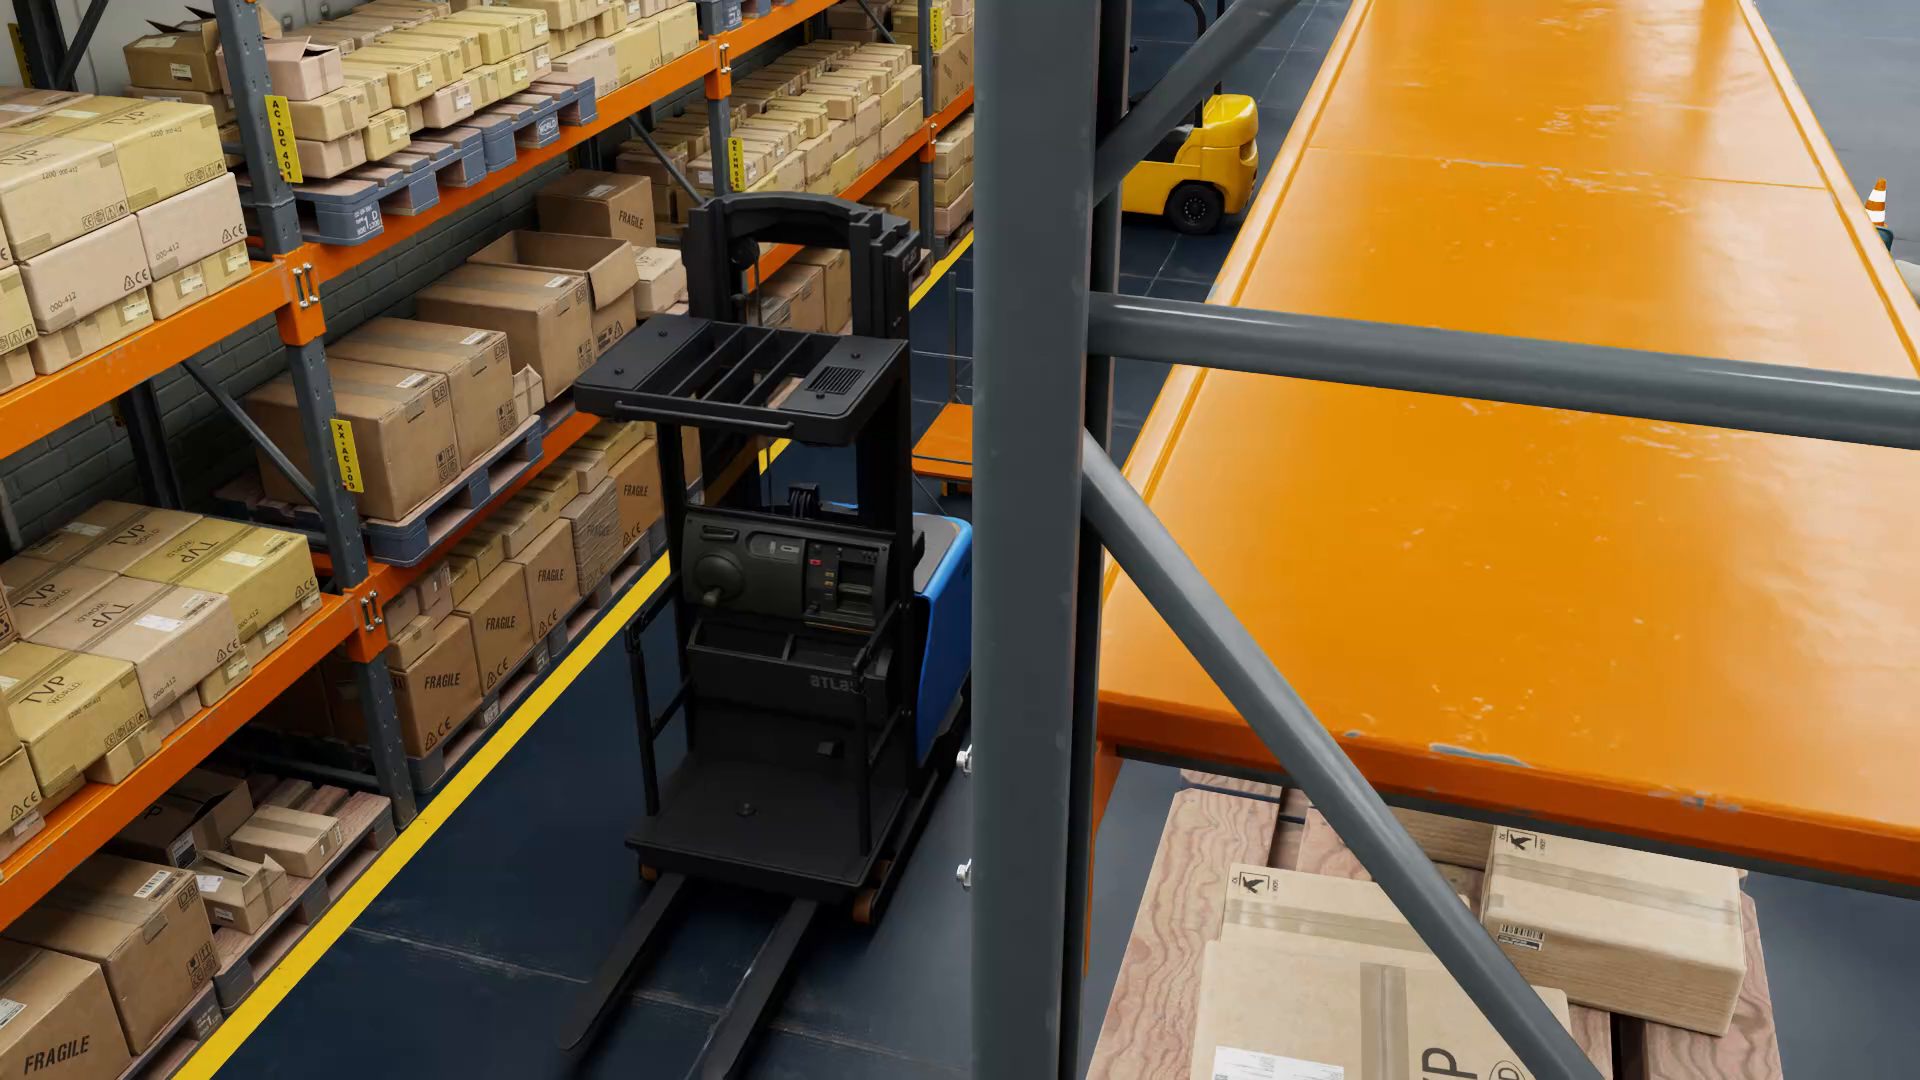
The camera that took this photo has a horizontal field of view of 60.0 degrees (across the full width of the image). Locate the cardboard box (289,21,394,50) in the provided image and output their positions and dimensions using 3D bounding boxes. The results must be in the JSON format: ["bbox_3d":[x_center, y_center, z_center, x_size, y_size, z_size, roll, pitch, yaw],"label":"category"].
[{"bbox_3d":[-2.785,-2.237,7.517,0.380,0.149,0.250,8,30,13],"label":"cardboard box"}]

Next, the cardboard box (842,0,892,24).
[{"bbox_3d":[-0.801,-4.521,14.216,0.380,0.149,0.250,8,30,14],"label":"cardboard box"}]

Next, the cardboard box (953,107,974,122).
[{"bbox_3d":[0.017,-3.830,15.417,0.500,0.250,0.500,10,30,17],"label":"cardboard box"}]

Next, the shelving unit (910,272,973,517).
[{"bbox_3d":[0.022,-0.691,9.949,0.587,1.500,1.083,8,30,15],"label":"shelving unit"}]

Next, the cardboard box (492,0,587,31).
[{"bbox_3d":[-2.092,-2.647,8.276,0.380,0.149,0.250,9,30,15],"label":"cardboard box"}]

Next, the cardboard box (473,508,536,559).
[{"bbox_3d":[-2.460,-0.048,8.723,0.380,0.149,0.250,8,30,15],"label":"cardboard box"}]

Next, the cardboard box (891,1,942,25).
[{"bbox_3d":[-0.369,-4.462,14.109,0.380,0.149,0.250,9,30,16],"label":"cardboard box"}]

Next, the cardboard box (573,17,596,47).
[{"bbox_3d":[-2.116,-2.657,8.599,0.380,0.149,0.250,9,30,15],"label":"cardboard box"}]

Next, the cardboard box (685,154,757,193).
[{"bbox_3d":[-1.519,-2.336,10.594,0.380,0.149,0.250,9,30,16],"label":"cardboard box"}]

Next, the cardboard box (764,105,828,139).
[{"bbox_3d":[-1.150,-2.937,11.675,0.380,0.149,0.250,9,30,16],"label":"cardboard box"}]

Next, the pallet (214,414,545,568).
[{"bbox_3d":[-2.729,-0.316,7.930,1.003,0.211,1.213,8,30,15],"label":"pallet"}]

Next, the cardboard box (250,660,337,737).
[{"bbox_3d":[-3.206,0.594,8.235,0.500,0.500,0.500,8,30,15],"label":"cardboard box"}]

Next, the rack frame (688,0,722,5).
[{"bbox_3d":[-1.894,-4.525,9.127,1.000,3.000,0.127,8,30,15],"label":"rack frame"}]

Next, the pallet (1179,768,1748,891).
[{"bbox_3d":[1.068,0.334,3.569,1.003,0.211,1.213,8,30,15],"label":"pallet"}]

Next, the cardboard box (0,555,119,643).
[{"bbox_3d":[-3.612,0.317,6.442,0.500,0.250,0.500,8,30,14],"label":"cardboard box"}]

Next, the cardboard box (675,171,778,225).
[{"bbox_3d":[-1.506,-2.224,10.802,0.500,0.250,0.500,8,30,15],"label":"cardboard box"}]

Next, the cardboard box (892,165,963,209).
[{"bbox_3d":[-0.282,-3.143,14.696,0.500,0.250,0.500,8,30,15],"label":"cardboard box"}]

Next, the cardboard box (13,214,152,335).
[{"bbox_3d":[-3.112,-0.916,5.574,0.500,0.250,0.500,7,30,13],"label":"cardboard box"}]

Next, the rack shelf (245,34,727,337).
[{"bbox_3d":[-2.481,-1.970,8.360,1.077,0.370,4.000,8,30,15],"label":"rack shelf"}]

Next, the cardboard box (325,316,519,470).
[{"bbox_3d":[-2.560,-0.705,7.897,0.700,0.500,0.500,9,30,15],"label":"cardboard box"}]

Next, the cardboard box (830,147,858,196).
[{"bbox_3d":[-1.079,-2.723,12.213,0.500,0.250,0.500,9,30,16],"label":"cardboard box"}]

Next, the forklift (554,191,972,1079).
[{"bbox_3d":[-0.805,0.180,6.911,1.130,2.935,3.031,8,30,14],"label":"forklift"}]

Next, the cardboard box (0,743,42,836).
[{"bbox_3d":[-3.428,0.867,5.454,0.500,0.250,0.500,8,30,14],"label":"cardboard box"}]

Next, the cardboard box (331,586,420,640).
[{"bbox_3d":[-2.766,0.314,7.766,0.380,0.149,0.250,8,30,14],"label":"cardboard box"}]

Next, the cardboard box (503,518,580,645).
[{"bbox_3d":[-2.413,0.192,8.959,0.500,0.500,0.500,8,30,13],"label":"cardboard box"}]

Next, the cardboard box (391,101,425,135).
[{"bbox_3d":[-2.510,-1.801,7.041,0.380,0.149,0.250,9,30,15],"label":"cardboard box"}]

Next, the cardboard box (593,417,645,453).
[{"bbox_3d":[-2.087,-0.648,9.802,0.380,0.149,0.250,9,30,16],"label":"cardboard box"}]

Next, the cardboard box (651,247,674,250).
[{"bbox_3d":[-1.720,-1.617,9.897,0.380,0.149,0.250,9,30,16],"label":"cardboard box"}]

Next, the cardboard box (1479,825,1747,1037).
[{"bbox_3d":[1.044,0.620,2.687,0.380,0.149,0.250,10,30,17],"label":"cardboard box"}]

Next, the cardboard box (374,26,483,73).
[{"bbox_3d":[-2.366,-2.175,7.406,0.380,0.149,0.250,9,30,16],"label":"cardboard box"}]

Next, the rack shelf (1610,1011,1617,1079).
[{"bbox_3d":[1.091,0.596,3.748,1.077,0.370,4.000,8,30,15],"label":"rack shelf"}]

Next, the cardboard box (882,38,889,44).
[{"bbox_3d":[-0.846,-4.053,14.347,0.500,0.500,0.500,8,30,15],"label":"cardboard box"}]

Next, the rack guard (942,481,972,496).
[{"bbox_3d":[0.169,-0.376,10.669,0.587,0.250,0.087,8,30,15],"label":"rack guard"}]

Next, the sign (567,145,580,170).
[{"bbox_3d":[-2.425,-2.487,10.443,0.100,0.325,0.005,8,30,15],"label":"sign"}]

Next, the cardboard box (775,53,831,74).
[{"bbox_3d":[-1.231,-3.723,13.087,0.380,0.149,0.250,8,30,15],"label":"cardboard box"}]

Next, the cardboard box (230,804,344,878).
[{"bbox_3d":[-2.950,1.319,7.294,0.380,0.149,0.250,8,30,13],"label":"cardboard box"}]

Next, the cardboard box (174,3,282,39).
[{"bbox_3d":[-2.998,-2.063,6.779,0.396,0.266,0.258,8,30,15],"label":"cardboard box"}]

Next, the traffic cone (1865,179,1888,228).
[{"bbox_3d":[8.449,-3.102,15.350,0.336,0.463,0.334,8,30,15],"label":"traffic cone"}]

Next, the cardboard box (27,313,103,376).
[{"bbox_3d":[-3.129,-0.685,5.569,0.380,0.149,0.250,8,30,15],"label":"cardboard box"}]

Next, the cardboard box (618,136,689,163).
[{"bbox_3d":[-2.022,-2.548,10.974,0.380,0.149,0.250,9,30,16],"label":"cardboard box"}]

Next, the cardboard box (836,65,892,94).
[{"bbox_3d":[-0.739,-3.529,12.737,0.380,0.149,0.250,8,30,13],"label":"cardboard box"}]

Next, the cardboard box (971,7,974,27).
[{"bbox_3d":[-0.028,-4.671,14.791,0.380,0.149,0.250,8,30,14],"label":"cardboard box"}]

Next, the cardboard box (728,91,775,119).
[{"bbox_3d":[-1.559,-3.126,12.014,0.380,0.149,0.250,9,30,16],"label":"cardboard box"}]

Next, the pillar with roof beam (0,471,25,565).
[{"bbox_3d":[-0.018,-1.856,4.330,9.100,9.000,0.400,8,30,15],"label":"pillar with roof beam"}]

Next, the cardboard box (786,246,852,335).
[{"bbox_3d":[-1.316,-1.954,12.688,0.875,0.625,0.625,7,30,13],"label":"cardboard box"}]

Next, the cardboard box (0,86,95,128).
[{"bbox_3d":[-3.485,-1.448,6.016,0.500,0.250,0.500,8,30,14],"label":"cardboard box"}]

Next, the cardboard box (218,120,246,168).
[{"bbox_3d":[-3.045,-1.623,6.720,0.380,0.149,0.250,8,30,15],"label":"cardboard box"}]

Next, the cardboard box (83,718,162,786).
[{"bbox_3d":[-3.180,0.739,6.094,0.380,0.149,0.250,8,30,14],"label":"cardboard box"}]

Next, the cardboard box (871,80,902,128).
[{"bbox_3d":[-0.763,-3.410,12.934,0.500,0.250,0.500,8,30,14],"label":"cardboard box"}]

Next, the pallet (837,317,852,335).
[{"bbox_3d":[-1.255,-1.626,12.957,1.003,0.211,1.213,8,30,15],"label":"pallet"}]
